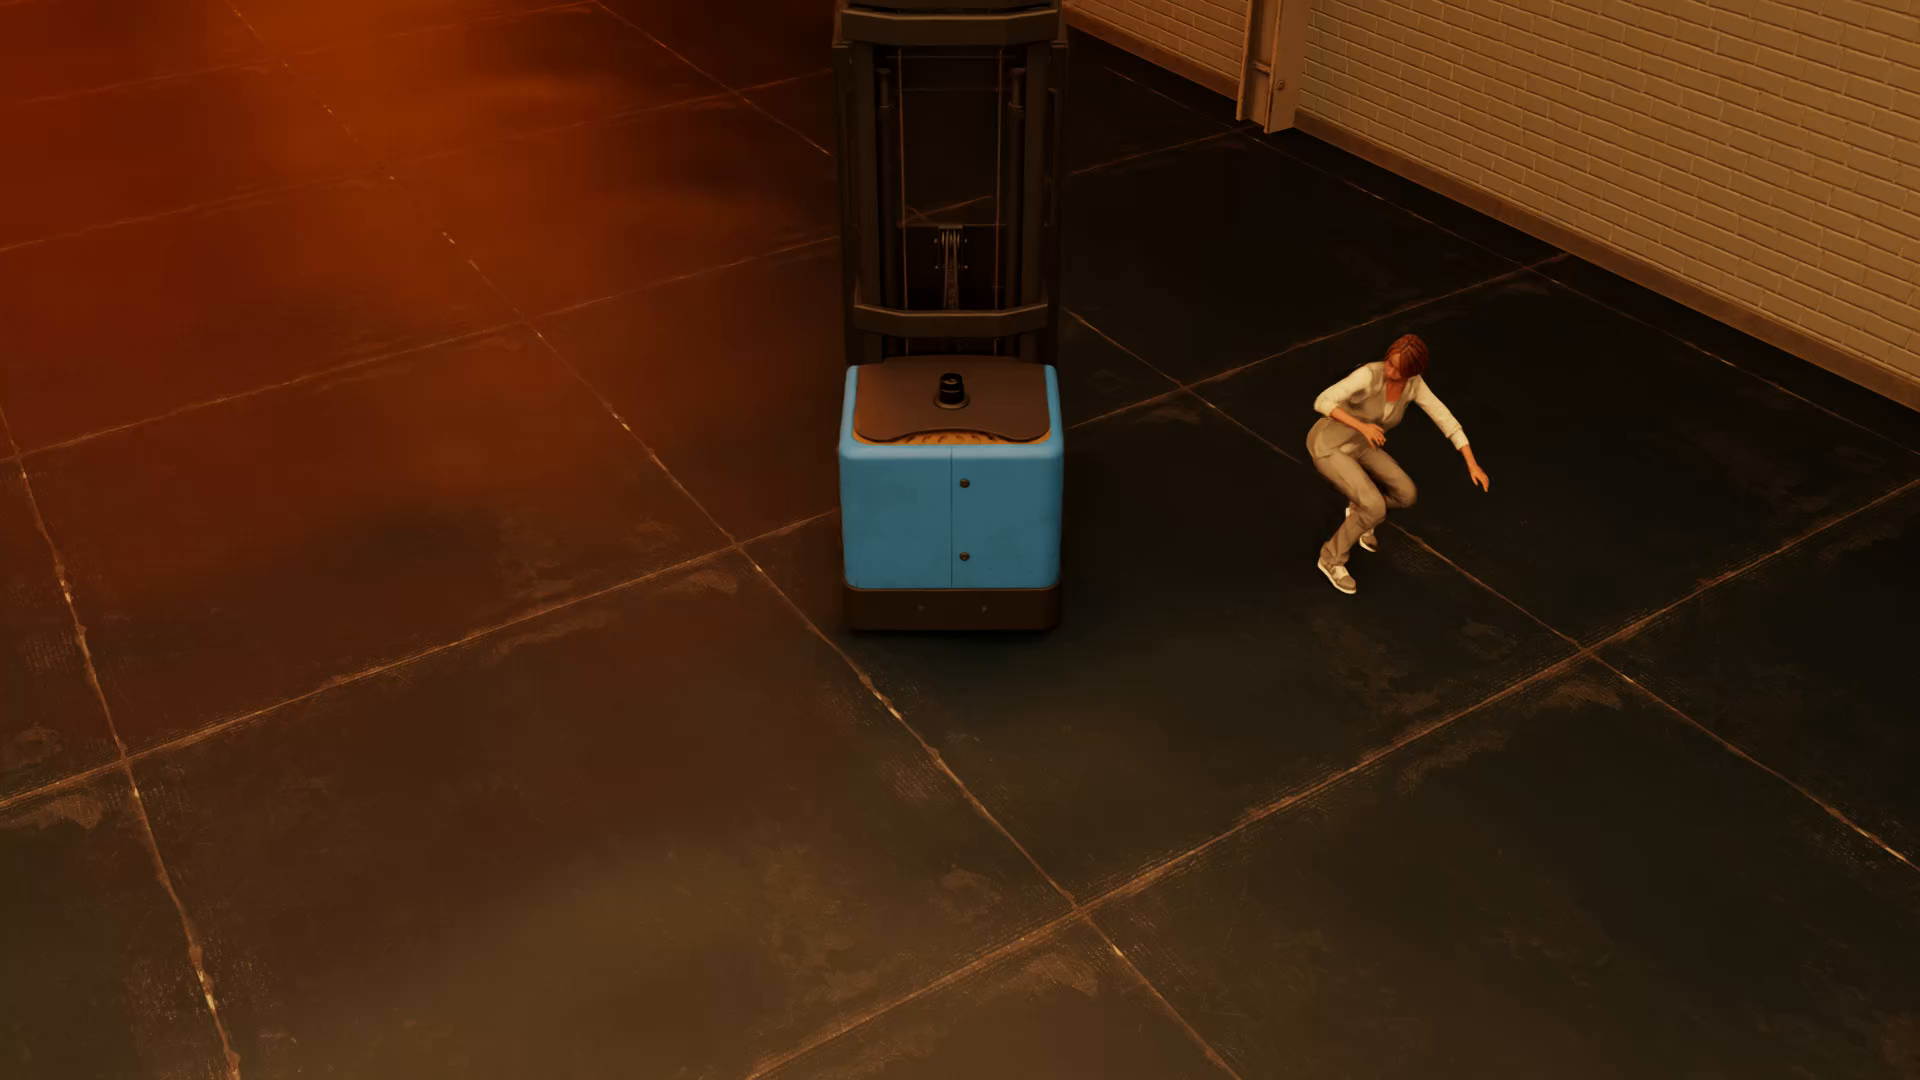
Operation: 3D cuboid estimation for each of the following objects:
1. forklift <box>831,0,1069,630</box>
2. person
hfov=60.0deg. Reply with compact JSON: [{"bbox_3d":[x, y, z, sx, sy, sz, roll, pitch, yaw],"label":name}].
[{"bbox_3d":[-0.048,-1.579,8.395,1.130,2.935,3.031,0,35,0],"label":"forklift"},{"bbox_3d":[2.050,-0.358,8.070,0.691,1.322,0.844,-21,40,-27],"label":"person"}]
